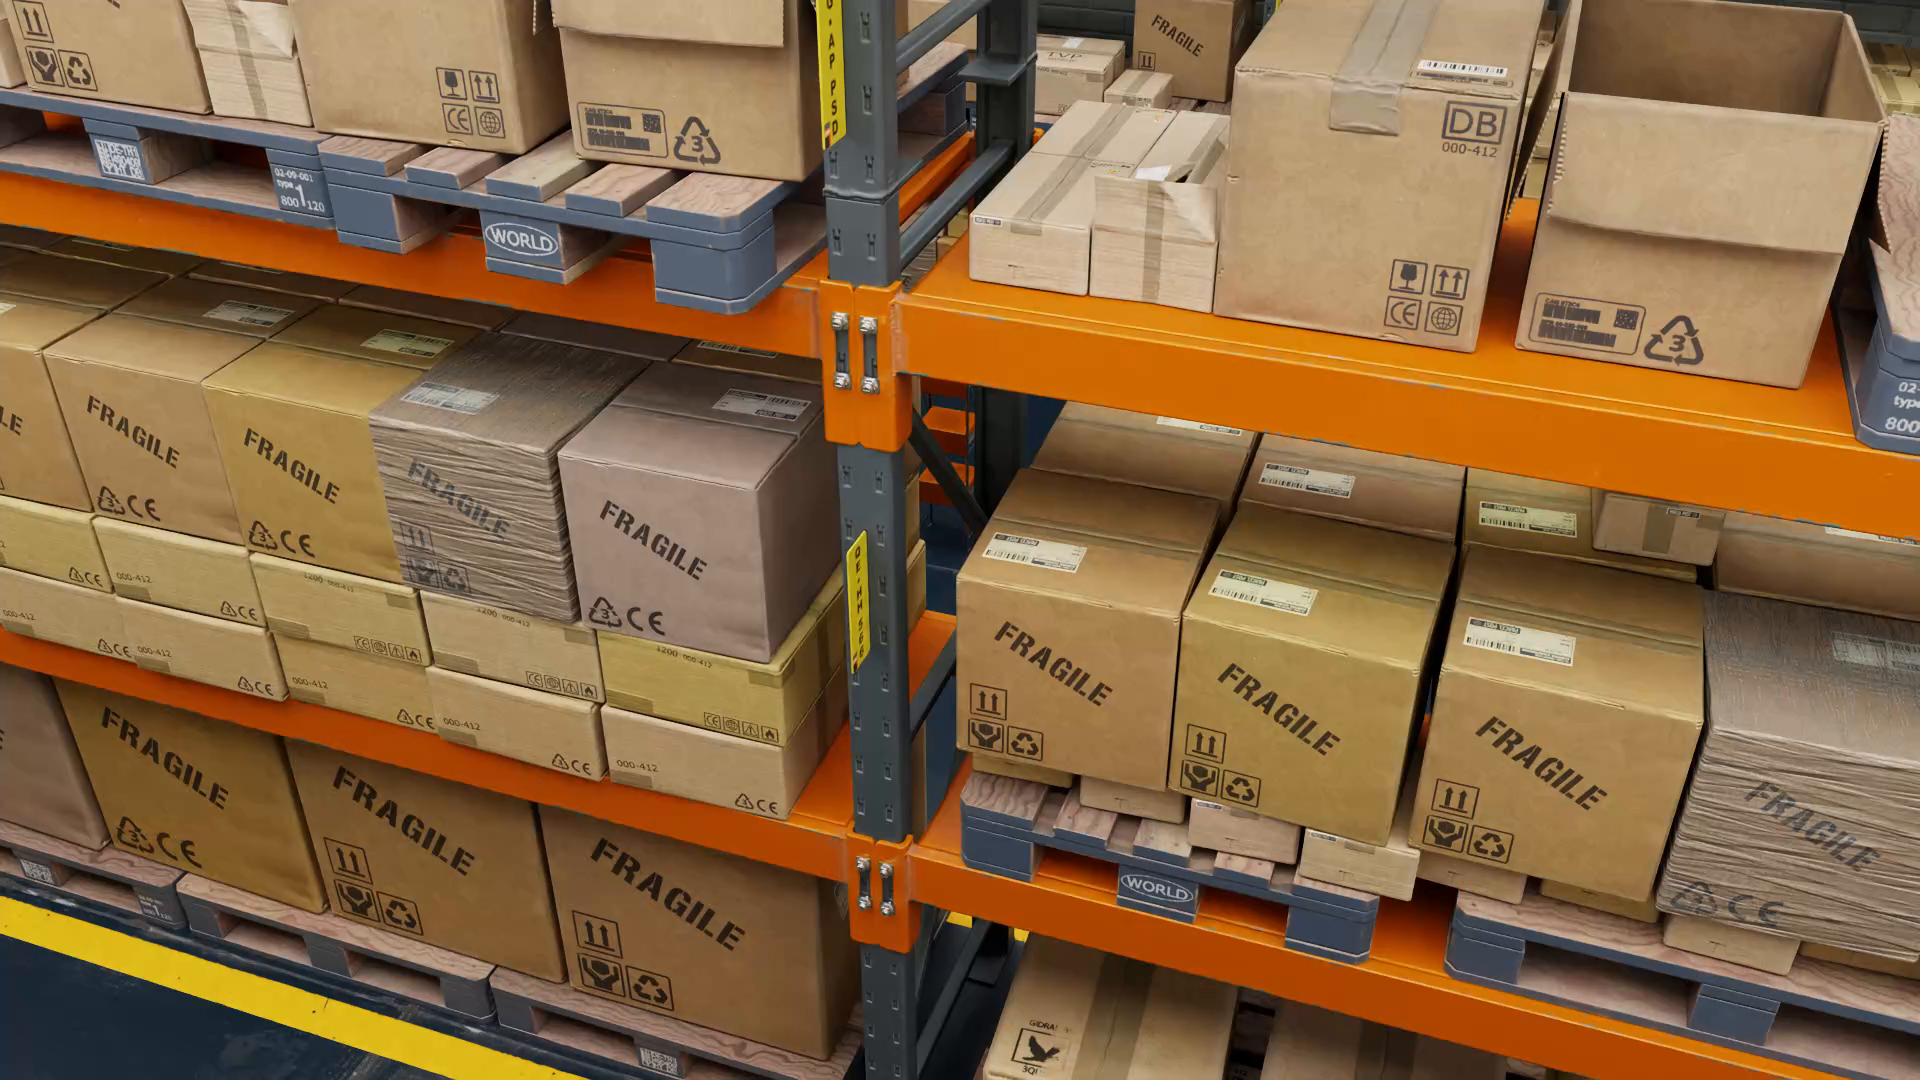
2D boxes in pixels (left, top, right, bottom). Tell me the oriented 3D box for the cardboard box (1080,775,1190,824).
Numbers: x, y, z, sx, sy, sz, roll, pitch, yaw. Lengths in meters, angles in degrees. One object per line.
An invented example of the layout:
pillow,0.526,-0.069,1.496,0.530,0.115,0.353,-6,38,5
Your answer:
cardboard box,0.457,0.496,4.062,0.250,0.149,0.380,9,34,14

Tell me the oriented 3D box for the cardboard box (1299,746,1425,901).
cardboard box,0.951,0.630,3.853,0.250,0.149,0.380,11,34,17

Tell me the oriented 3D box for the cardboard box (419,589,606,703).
cardboard box,-1.066,0.145,4.437,0.500,0.250,0.500,10,34,15

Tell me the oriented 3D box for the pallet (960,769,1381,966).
pallet,0.666,0.500,4.387,1.003,0.211,1.213,11,34,16

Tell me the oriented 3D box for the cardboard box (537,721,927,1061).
cardboard box,-0.663,0.891,5.177,0.875,0.875,0.875,11,34,16

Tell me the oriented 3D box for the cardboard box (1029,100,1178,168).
cardboard box,0.327,-0.861,3.784,0.250,0.149,0.380,11,34,16

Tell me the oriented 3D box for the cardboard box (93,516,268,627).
cardboard box,-2.044,-0.033,4.713,0.500,0.250,0.500,10,34,15

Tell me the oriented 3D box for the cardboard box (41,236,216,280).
cardboard box,-2.341,-0.704,5.060,0.500,0.500,0.500,12,35,18

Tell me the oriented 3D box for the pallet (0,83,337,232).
pallet,-1.719,-1.132,4.146,1.213,0.211,1.003,13,35,19

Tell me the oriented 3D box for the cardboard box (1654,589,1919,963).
cardboard box,1.768,0.481,3.486,0.500,0.500,0.500,10,34,15

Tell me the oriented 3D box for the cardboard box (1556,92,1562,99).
cardboard box,2.830,-2.144,7.615,0.250,0.149,0.380,11,35,17

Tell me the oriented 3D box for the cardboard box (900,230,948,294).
cardboard box,-0.297,-1.563,9.323,0.500,0.500,0.500,10,34,15

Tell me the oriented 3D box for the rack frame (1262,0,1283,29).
rack frame,1.630,-2.192,8.380,0.127,3.000,1.000,11,34,16

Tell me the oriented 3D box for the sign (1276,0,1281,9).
sign,1.456,-2.366,7.655,0.005,0.325,0.100,11,34,16

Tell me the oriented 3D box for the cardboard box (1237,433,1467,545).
cardboard box,0.971,0.030,4.185,0.500,0.500,0.500,10,34,16

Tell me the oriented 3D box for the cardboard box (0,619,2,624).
cardboard box,-2.994,-0.017,5.149,0.500,0.250,0.500,10,34,15

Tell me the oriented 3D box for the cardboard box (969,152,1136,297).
cardboard box,0.198,-0.667,3.484,0.250,0.149,0.380,11,34,16

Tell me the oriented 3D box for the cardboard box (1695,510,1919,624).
cardboard box,1.960,0.222,3.887,0.500,0.500,0.500,10,34,15

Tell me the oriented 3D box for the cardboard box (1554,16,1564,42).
cardboard box,2.986,-2.384,7.987,0.250,0.149,0.380,11,34,16

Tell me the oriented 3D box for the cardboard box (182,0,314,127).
cardboard box,-1.455,-1.110,3.676,0.258,0.266,0.396,10,34,15

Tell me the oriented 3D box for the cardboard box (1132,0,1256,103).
cardboard box,1.198,-2.585,8.508,0.500,0.500,0.500,13,35,19

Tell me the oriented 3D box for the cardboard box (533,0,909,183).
cardboard box,-0.447,-1.129,3.485,0.637,0.503,0.797,9,34,14

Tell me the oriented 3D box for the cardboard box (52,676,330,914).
cardboard box,-2.343,0.561,5.687,0.875,0.875,0.875,12,35,18

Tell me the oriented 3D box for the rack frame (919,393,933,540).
rack frame,-0.165,-0.473,7.515,0.008,1.050,0.200,11,34,16

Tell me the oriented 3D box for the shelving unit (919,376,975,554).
shelving unit,-0.050,-0.451,7.480,0.252,1.050,0.215,11,34,16

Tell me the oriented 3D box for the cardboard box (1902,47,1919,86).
cardboard box,4.420,-2.107,7.557,0.250,0.149,0.380,11,34,16

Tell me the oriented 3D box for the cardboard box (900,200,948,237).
cardboard box,-0.159,-1.809,9.106,0.250,0.149,0.380,9,34,14

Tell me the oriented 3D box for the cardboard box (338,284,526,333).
cardboard box,-1.375,-0.522,4.780,0.500,0.500,0.500,12,35,18

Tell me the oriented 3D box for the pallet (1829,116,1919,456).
pallet,2.202,-0.462,3.107,1.003,0.211,1.213,11,34,16

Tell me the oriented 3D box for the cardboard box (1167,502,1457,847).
cardboard box,0.798,0.292,3.779,0.500,0.500,0.500,13,35,19

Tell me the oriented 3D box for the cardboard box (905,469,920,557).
cardboard box,-0.435,-0.023,4.697,0.500,0.250,0.500,11,34,16

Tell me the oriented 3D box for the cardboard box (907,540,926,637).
cardboard box,-0.417,0.188,4.831,0.500,0.250,0.500,10,34,16

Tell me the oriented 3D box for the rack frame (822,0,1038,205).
rack frame,-0.041,-2.177,2.826,0.127,3.000,1.000,11,34,16

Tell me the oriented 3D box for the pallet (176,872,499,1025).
pallet,-1.902,1.108,5.840,1.213,0.211,1.003,11,34,16

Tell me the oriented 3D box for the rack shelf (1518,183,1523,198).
rack shelf,3.513,-1.524,8.008,4.000,0.370,1.077,11,34,16

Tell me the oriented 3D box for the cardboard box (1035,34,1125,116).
cardboard box,0.528,-2.333,8.350,0.500,0.250,0.500,9,34,14

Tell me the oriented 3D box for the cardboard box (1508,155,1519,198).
cardboard box,2.437,-1.829,7.955,0.500,0.250,0.500,10,34,15

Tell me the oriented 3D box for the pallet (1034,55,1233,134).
pallet,0.968,-2.200,8.568,1.003,0.211,1.213,11,34,16

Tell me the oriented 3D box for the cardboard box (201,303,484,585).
cardboard box,-1.567,-0.264,4.379,0.500,0.500,0.500,11,34,17

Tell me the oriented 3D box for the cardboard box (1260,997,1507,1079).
cardboard box,1.185,1.510,4.681,0.625,0.372,0.950,10,34,16

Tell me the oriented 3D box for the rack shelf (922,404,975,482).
rack shelf,-0.050,-0.442,7.486,0.240,0.259,0.215,11,34,16

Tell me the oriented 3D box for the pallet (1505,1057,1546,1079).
pallet,1.839,1.883,4.640,1.213,0.211,1.003,11,34,16

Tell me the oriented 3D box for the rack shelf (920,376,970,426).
rack shelf,-0.050,-0.680,7.332,0.240,0.259,0.215,11,34,16

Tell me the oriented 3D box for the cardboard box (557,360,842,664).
cardboard box,-0.616,-0.080,4.094,0.500,0.500,0.500,10,34,15

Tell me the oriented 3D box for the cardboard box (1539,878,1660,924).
cardboard box,1.483,0.666,3.797,0.250,0.149,0.380,12,35,18

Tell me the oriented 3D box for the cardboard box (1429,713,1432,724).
cardboard box,1.374,0.341,4.301,0.250,0.149,0.380,12,35,17

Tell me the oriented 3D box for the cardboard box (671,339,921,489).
cardboard box,-0.423,-0.334,4.488,0.500,0.500,0.500,10,34,15

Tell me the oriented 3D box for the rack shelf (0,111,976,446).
rack shelf,-1.924,-0.981,4.401,4.000,0.370,1.077,11,34,16

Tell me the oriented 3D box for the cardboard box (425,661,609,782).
cardboard box,-1.091,0.361,4.564,0.500,0.250,0.500,12,35,17

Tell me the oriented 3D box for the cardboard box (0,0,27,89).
cardboard box,-2.204,-1.256,3.901,0.258,0.266,0.396,14,35,20

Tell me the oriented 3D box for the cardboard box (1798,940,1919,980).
cardboard box,1.978,0.756,3.658,0.250,0.149,0.380,10,34,15

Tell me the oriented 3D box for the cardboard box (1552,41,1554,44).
cardboard box,3.099,-2.213,8.090,0.500,0.250,0.500,11,34,16

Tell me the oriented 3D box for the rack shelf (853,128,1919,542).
rack shelf,1.842,-0.249,3.268,4.000,0.370,1.077,11,34,16

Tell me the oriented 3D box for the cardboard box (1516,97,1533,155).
cardboard box,2.436,-2.041,7.823,0.500,0.250,0.500,12,35,18

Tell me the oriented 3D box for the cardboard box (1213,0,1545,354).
cardboard box,0.848,-0.780,3.336,0.500,0.500,0.700,11,34,16

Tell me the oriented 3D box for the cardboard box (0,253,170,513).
cardboard box,-2.530,-0.452,4.670,0.500,0.500,0.500,10,34,15

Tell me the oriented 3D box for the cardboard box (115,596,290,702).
cardboard box,-2.049,0.182,4.842,0.500,0.250,0.500,10,34,16
